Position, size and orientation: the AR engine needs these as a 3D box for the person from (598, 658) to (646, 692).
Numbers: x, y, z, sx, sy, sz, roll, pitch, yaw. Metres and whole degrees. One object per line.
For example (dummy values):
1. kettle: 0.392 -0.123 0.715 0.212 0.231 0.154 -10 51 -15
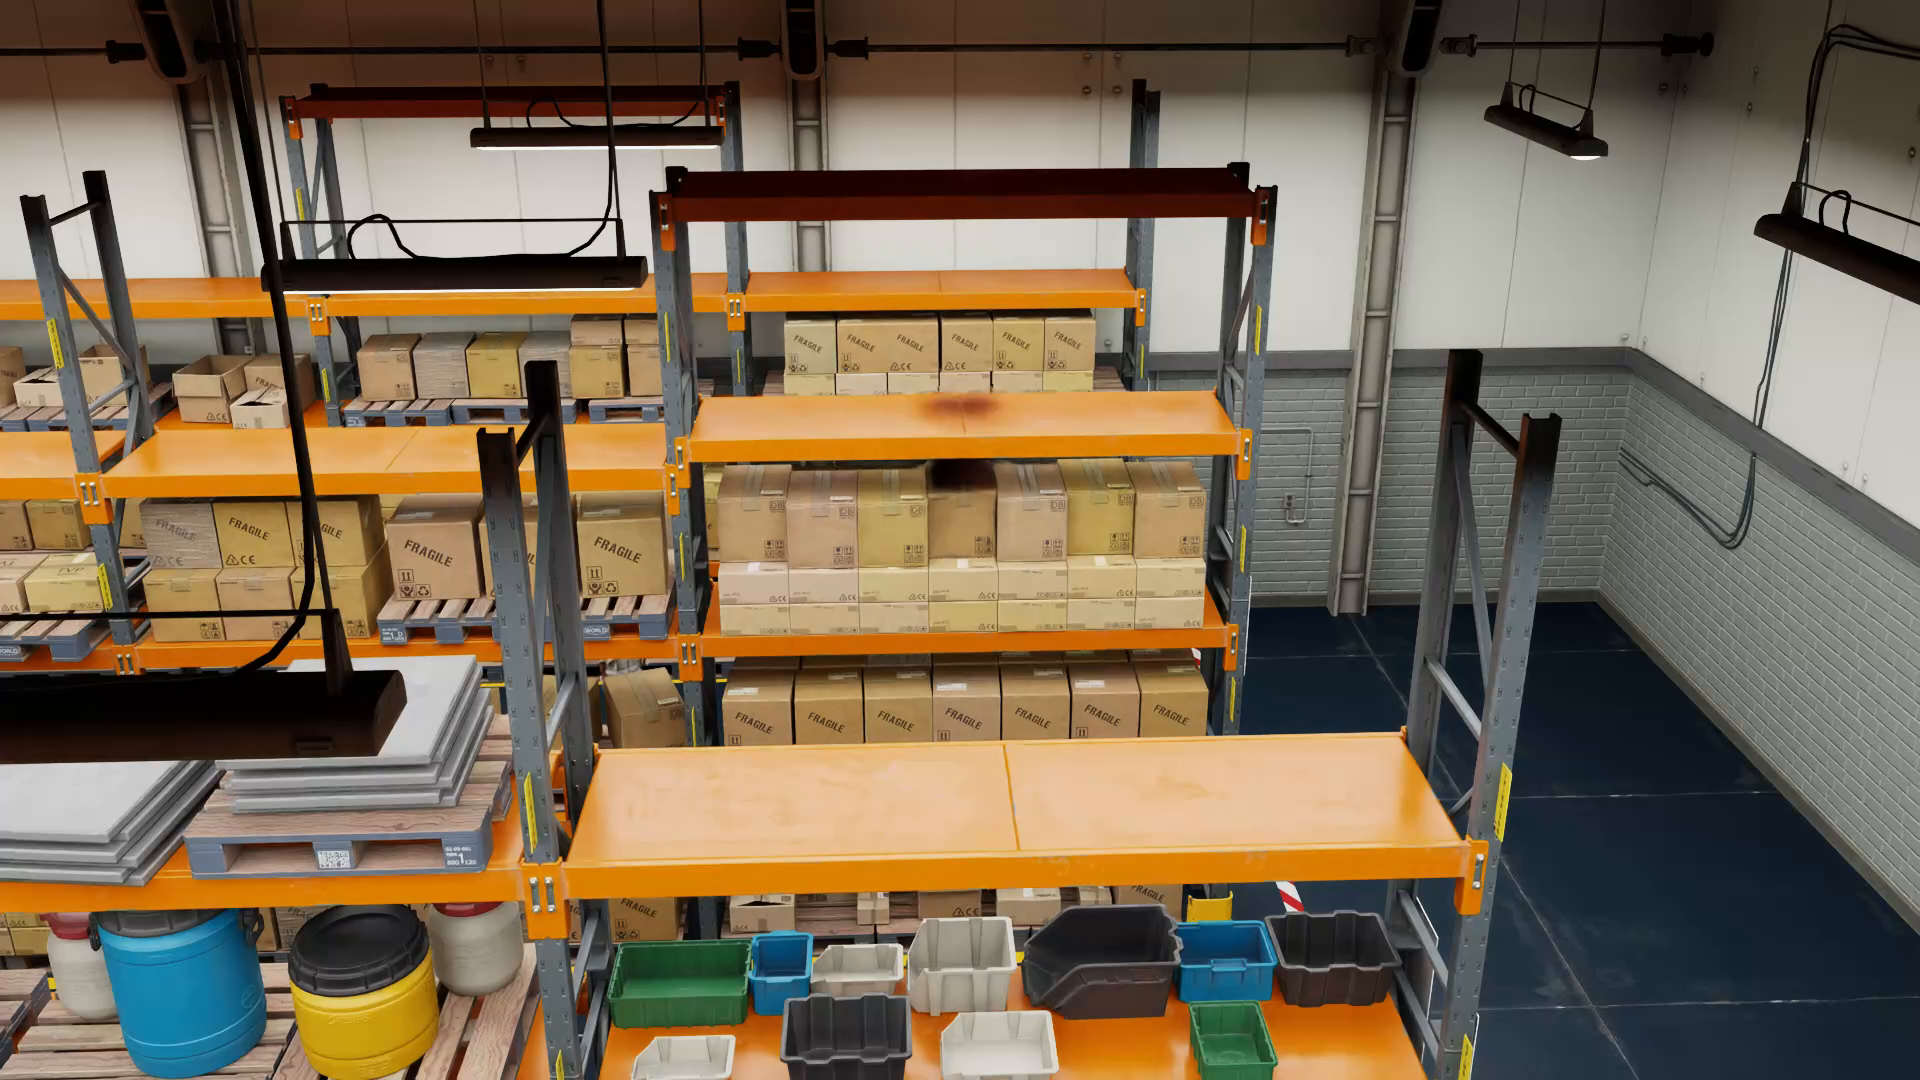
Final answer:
1. person: -3.151 1.336 15.579 0.456 1.695 0.462 17 28 36
